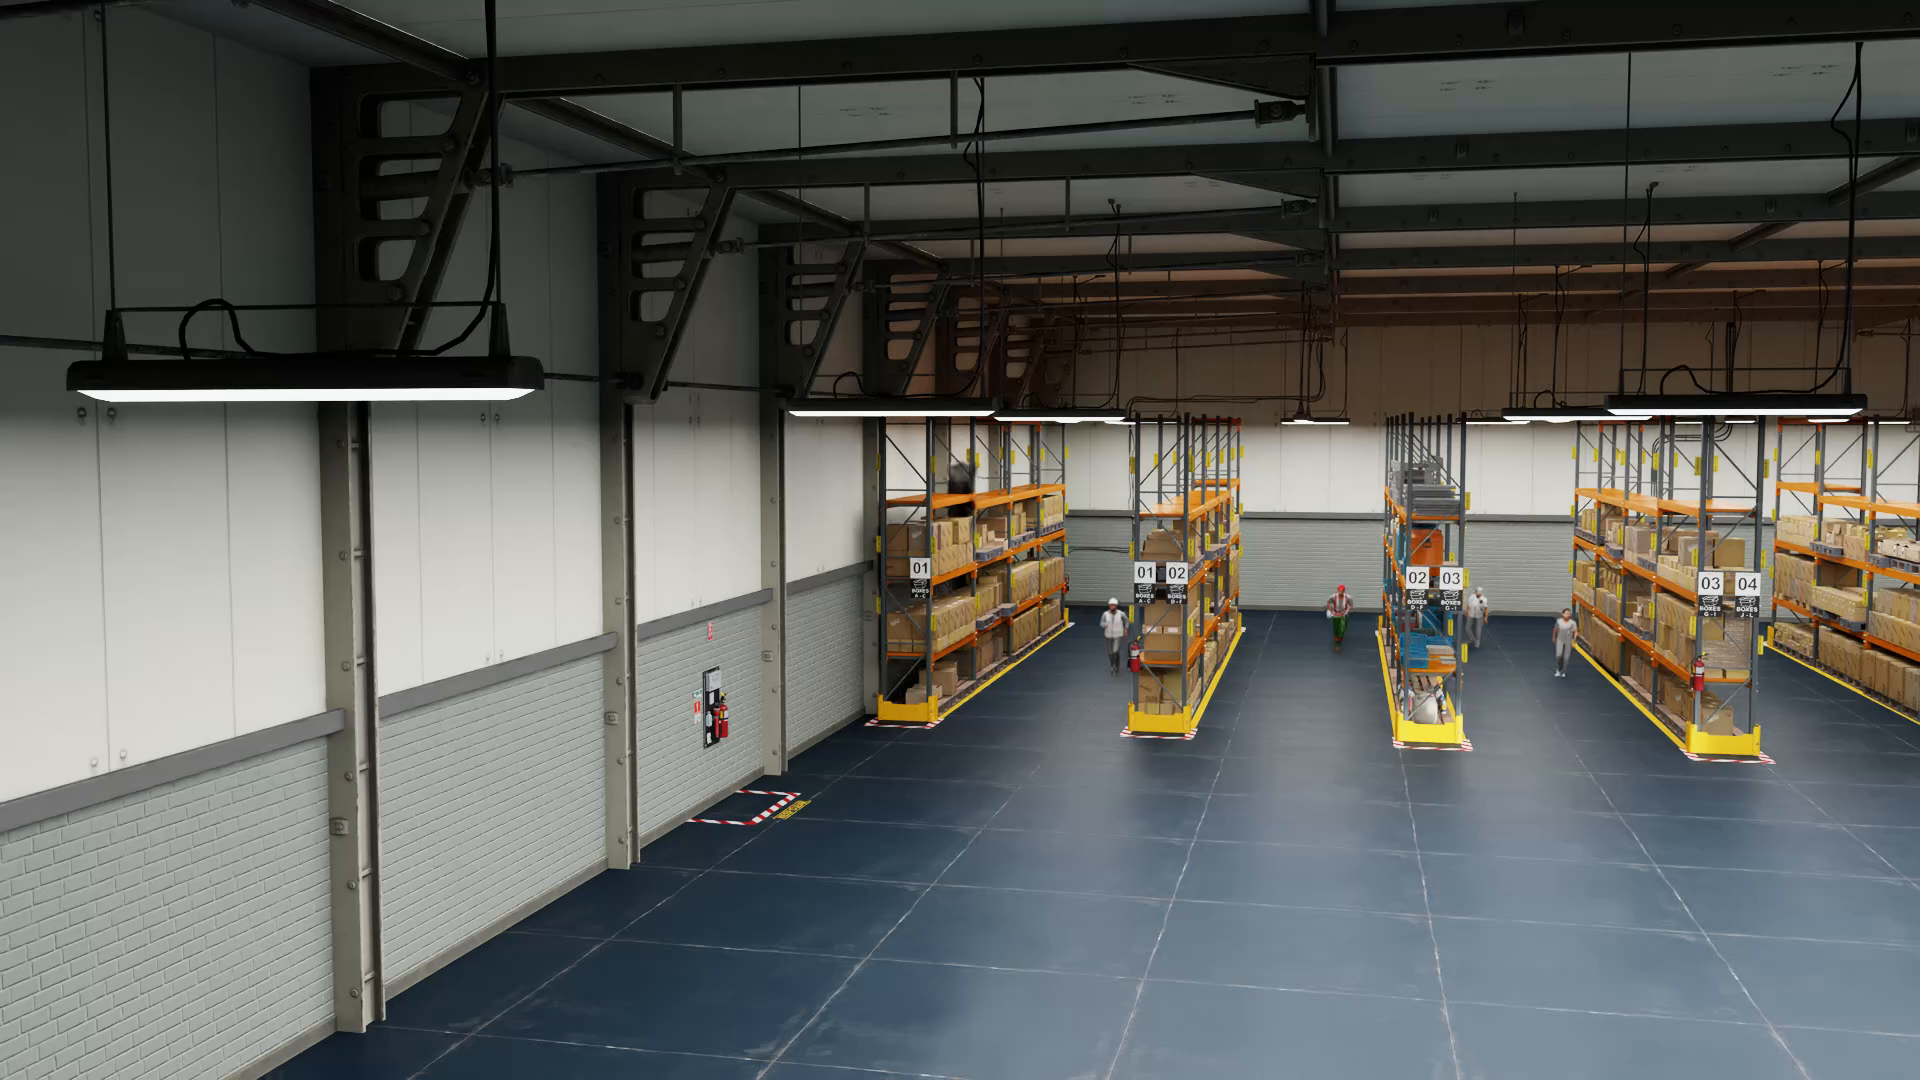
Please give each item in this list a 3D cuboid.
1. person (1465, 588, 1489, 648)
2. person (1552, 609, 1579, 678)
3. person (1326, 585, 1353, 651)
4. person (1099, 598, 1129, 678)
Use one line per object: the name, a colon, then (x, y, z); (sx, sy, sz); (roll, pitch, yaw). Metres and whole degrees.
person: (13.394, 2.018, 43.161); (0.649, 1.579, 0.679); (2, 4, 28)
person: (13.751, 2.351, 37.763); (0.559, 1.595, 0.861); (1, 4, 19)
person: (9.756, 1.995, 42.701); (0.646, 1.708, 0.744); (0, 4, 4)
person: (3.531, 2.247, 38.289); (0.631, 1.832, 0.851); (1, 4, 18)
